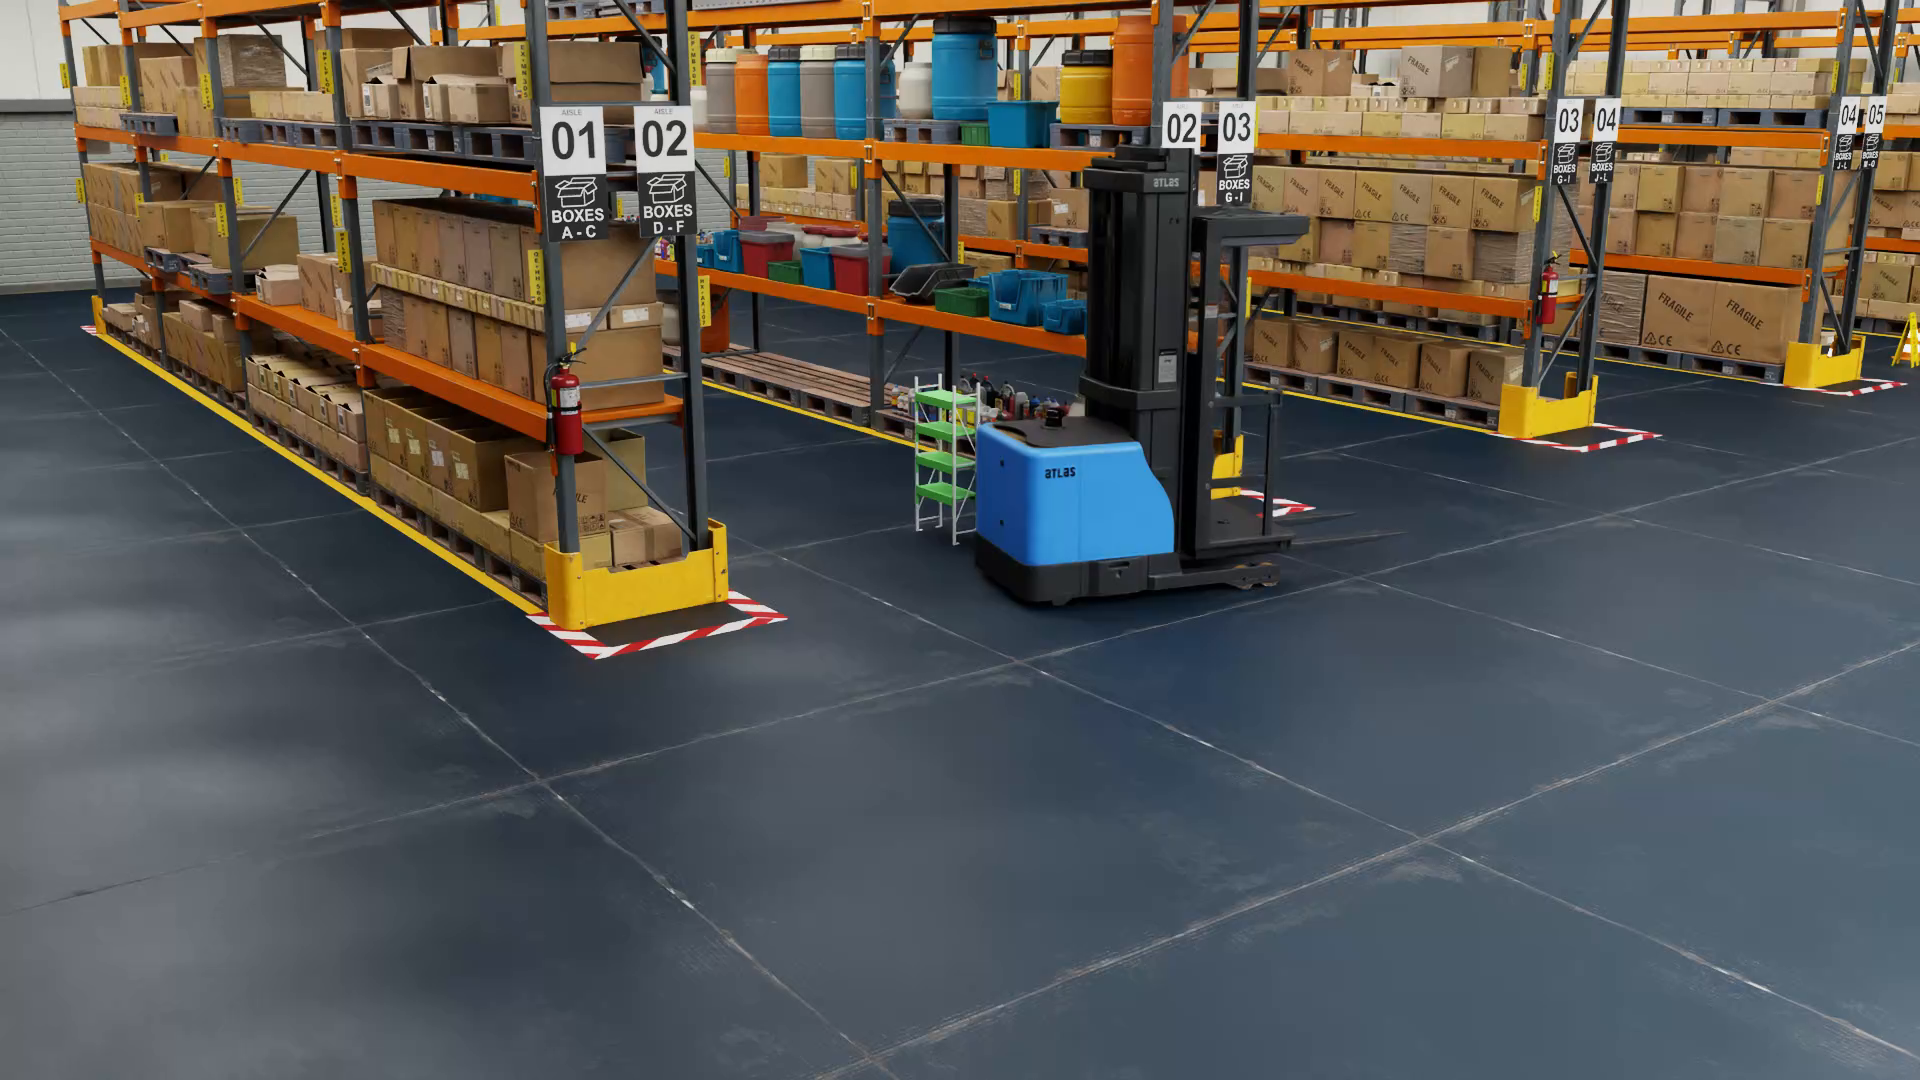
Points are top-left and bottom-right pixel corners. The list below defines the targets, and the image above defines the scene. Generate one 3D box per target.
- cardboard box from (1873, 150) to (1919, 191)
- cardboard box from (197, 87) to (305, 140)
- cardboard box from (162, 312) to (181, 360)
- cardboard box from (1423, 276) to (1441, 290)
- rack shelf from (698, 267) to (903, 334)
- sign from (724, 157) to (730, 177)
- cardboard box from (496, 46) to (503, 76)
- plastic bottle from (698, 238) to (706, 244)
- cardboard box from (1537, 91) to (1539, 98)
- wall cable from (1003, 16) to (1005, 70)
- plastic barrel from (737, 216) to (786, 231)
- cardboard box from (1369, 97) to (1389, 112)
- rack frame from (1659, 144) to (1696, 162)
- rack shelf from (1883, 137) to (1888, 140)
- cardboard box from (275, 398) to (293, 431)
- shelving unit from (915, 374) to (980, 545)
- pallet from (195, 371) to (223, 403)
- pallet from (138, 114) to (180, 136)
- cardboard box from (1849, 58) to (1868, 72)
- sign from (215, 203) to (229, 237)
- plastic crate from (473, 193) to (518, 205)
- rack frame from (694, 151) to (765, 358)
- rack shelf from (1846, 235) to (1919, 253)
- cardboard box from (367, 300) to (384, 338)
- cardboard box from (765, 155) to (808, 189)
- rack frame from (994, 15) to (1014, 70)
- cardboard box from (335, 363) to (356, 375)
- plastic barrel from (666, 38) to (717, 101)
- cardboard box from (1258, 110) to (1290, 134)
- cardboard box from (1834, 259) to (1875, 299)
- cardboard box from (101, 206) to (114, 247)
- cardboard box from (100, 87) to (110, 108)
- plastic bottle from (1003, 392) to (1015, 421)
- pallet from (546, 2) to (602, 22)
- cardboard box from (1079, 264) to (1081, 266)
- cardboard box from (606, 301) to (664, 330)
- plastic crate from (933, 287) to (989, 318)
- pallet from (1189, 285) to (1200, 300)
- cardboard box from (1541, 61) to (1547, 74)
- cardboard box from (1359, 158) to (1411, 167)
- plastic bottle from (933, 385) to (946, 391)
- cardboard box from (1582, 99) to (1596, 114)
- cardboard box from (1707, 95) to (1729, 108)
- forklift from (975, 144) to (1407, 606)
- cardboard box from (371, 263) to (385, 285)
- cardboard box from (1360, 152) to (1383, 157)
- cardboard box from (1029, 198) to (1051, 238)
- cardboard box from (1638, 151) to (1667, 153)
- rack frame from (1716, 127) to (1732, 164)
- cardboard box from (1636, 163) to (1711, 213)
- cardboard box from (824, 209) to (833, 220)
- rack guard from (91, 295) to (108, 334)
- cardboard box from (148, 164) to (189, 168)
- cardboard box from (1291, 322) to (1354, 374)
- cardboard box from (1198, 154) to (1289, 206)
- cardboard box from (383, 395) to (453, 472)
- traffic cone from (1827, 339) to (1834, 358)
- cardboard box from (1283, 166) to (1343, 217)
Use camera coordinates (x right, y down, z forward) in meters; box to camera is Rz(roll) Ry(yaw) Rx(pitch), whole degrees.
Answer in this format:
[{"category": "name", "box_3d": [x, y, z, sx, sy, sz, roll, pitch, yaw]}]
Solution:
[{"category": "cardboard box", "box_3d": [12.768, -5.028, 22.618, 0.700, 0.500, 0.500, -11, 19, -35]}, {"category": "cardboard box", "box_3d": [-7.100, -4.293, 16.707, 0.910, 0.500, 0.500, -11, 19, -35]}, {"category": "cardboard box", "box_3d": [-9.080, -2.429, 19.672, 0.500, 0.500, 0.500, -12, 19, -37]}, {"category": "cardboard box", "box_3d": [4.986, -2.661, 17.091, 0.380, 0.149, 0.250, -11, 19, -35]}, {"category": "rack shelf", "box_3d": [-1.631, -2.704, 18.136, 1.077, 0.370, 4.000, -11, 19, -35]}, {"category": "sign", "box_3d": [-3.957, -6.326, 28.217, 0.100, 0.325, 0.005, -11, 19, -35]}, {"category": "cardboard box", "box_3d": [-2.867, -3.164, 11.521, 0.500, 0.500, 0.500, -11, 19, -35]}, {"category": "plastic bottle", "box_3d": [-3.162, -3.600, 20.424, 0.097, 0.201, 0.097, 0, 15, 0]}, {"category": "cardboard box", "box_3d": [11.333, -8.643, 32.283, 0.380, 0.149, 0.250, -11, 19, -35]}, {"category": "wall cable", "box_3d": [0.939, -11.558, 37.758, 0.463, 3.000, 0.029, -11, 19, -35]}, {"category": "plastic barrel", "box_3d": [-2.289, -3.491, 19.393, 0.600, 0.536, 0.708, -11, 19, -35]}, {"category": "cardboard box", "box_3d": [4.469, -4.520, 17.255, 0.380, 0.149, 0.250, -10, 18, -33]}, {"category": "rack frame", "box_3d": [13.228, -6.556, 30.848, 1.000, 3.000, 0.127, -11, 19, -35]}, {"category": "rack shelf", "box_3d": [14.404, -7.229, 28.987, 1.077, 0.370, 4.000, -11, 19, -35]}, {"category": "cardboard box", "box_3d": [-6.139, -1.211, 15.733, 0.500, 0.250, 0.500, -11, 19, -36]}, {"category": "shelving unit", "box_3d": [-0.097, -0.614, 12.547, 0.258, 1.200, 0.503, -11, 19, -35]}, {"category": "pallet", "box_3d": [-7.937, -1.790, 18.718, 1.003, 0.211, 1.213, -11, 19, -35]}, {"category": "pallet", "box_3d": [-8.229, -4.549, 18.188, 1.213, 0.211, 1.003, -11, 19, -35]}, {"category": "cardboard box", "box_3d": [10.036, -5.368, 18.807, 0.380, 0.149, 0.250, -11, 19, -34]}, {"category": "sign", "box_3d": [-7.249, -3.144, 16.337, 0.100, 0.325, 0.005, -11, 19, -35]}, {"category": "plastic crate", "box_3d": [-7.163, -5.190, 25.675, 0.616, 0.435, 0.499, -11, 19, -35]}, {"category": "rack frame", "box_3d": [-2.807, -3.478, 19.601, 1.000, 3.000, 0.127, -11, 19, -35]}, {"category": "rack shelf", "box_3d": [12.743, -4.157, 23.444, 1.077, 0.370, 4.000, -11, 19, -35]}, {"category": "cardboard box", "box_3d": [-4.789, -1.882, 14.053, 0.500, 0.250, 0.500, -9, 18, -31]}, {"category": "cardboard box", "box_3d": [-2.837, -6.027, 27.215, 0.500, 0.500, 0.500, -11, 19, -36]}, {"category": "rack frame", "box_3d": [0.567, -9.597, 30.594, 1.000, 3.000, 0.127, -11, 19, -35]}, {"category": "cardboard box", "box_3d": [-5.703, -1.565, 15.962, 0.500, 0.311, 0.500, -11, 19, -35]}, {"category": "plastic barrel", "box_3d": [-3.138, -5.456, 19.538, 0.600, 0.830, 0.708, -11, 19, -35]}, {"category": "cardboard box", "box_3d": [3.609, -4.631, 18.417, 0.500, 0.250, 0.500, -12, 19, -37]}, {"category": "cardboard box", "box_3d": [12.637, -3.665, 23.277, 0.500, 0.500, 0.500, -11, 19, -36]}, {"category": "cardboard box", "box_3d": [-10.872, -4.114, 21.735, 0.500, 0.500, 0.500, -11, 19, -35]}, {"category": "cardboard box", "box_3d": [-10.257, -5.456, 20.482, 0.500, 0.250, 0.500, -11, 19, -35]}, {"category": "plastic bottle", "box_3d": [0.466, -1.271, 15.850, 0.061, 0.283, 0.133, -11, 19, -35]}, {"category": "pallet", "box_3d": [-4.647, -6.770, 21.379, 1.003, 0.211, 1.213, -11, 19, -35]}, {"category": "cardboard box", "box_3d": [2.120, -4.822, 29.118, 0.380, 0.149, 0.250, -12, 19, -36]}, {"category": "cardboard box", "box_3d": [-2.169, -1.480, 10.883, 0.380, 0.149, 0.250, -11, 19, -35]}, {"category": "plastic crate", "box_3d": [0.115, -2.188, 15.289, 0.450, 0.188, 0.662, -11, 19, -35]}, {"category": "pallet", "box_3d": [4.099, -4.077, 27.074, 1.003, 0.211, 1.213, -11, 19, -35]}, {"category": "cardboard box", "box_3d": [7.562, -5.971, 21.010, 0.380, 0.149, 0.250, -11, 19, -34]}, {"category": "cardboard box", "box_3d": [6.129, -5.211, 23.850, 0.700, 0.500, 0.500, -11, 19, -35]}, {"category": "plastic bottle", "box_3d": [-0.199, -1.344, 15.989, 0.144, 0.351, 0.185, -11, 19, -35]}, {"category": "cardboard box", "box_3d": [5.928, -4.200, 16.086, 0.380, 0.149, 0.250, -11, 19, -35]}, {"category": "cardboard box", "box_3d": [8.906, -5.099, 19.333, 0.380, 0.149, 0.250, -11, 19, -35]}, {"category": "forklift", "box_3d": [1.675, -1.200, 11.408, 3.031, 2.935, 1.130, -5, 16, -19]}, {"category": "cardboard box", "box_3d": [-4.463, -2.129, 13.256, 0.380, 0.149, 0.250, -11, 19, -35]}, {"category": "cardboard box", "box_3d": [7.504, -6.819, 29.725, 0.500, 0.500, 0.500, -11, 19, -36]}, {"category": "cardboard box", "box_3d": [1.134, -4.441, 22.930, 0.500, 0.500, 0.500, -10, 18, -33]}, {"category": "cardboard box", "box_3d": [10.855, -6.009, 26.072, 0.380, 0.149, 0.250, -10, 18, -31]}, {"category": "rack frame", "box_3d": [11.567, -4.931, 24.909, 1.000, 3.000, 0.127, -11, 19, -35]}, {"category": "cardboard box", "box_3d": [8.754, -4.302, 20.282, 0.875, 0.550, 0.500, -11, 19, -35]}, {"category": "cardboard box", "box_3d": [-1.899, -5.104, 26.017, 0.380, 0.149, 0.250, -11, 19, -35]}, {"category": "rack guard", "box_3d": [-11.475, -3.196, 23.307, 1.175, 0.500, 0.348, -11, 19, -35]}, {"category": "cardboard box", "box_3d": [-10.429, -4.679, 21.904, 0.500, 0.500, 0.500, -10, 18, -33]}, {"category": "cardboard box", "box_3d": [4.097, -2.177, 18.786, 0.500, 0.500, 0.500, -5, 16, -17]}, {"category": "cardboard box", "box_3d": [3.197, -4.076, 19.854, 1.000, 1.000, 1.000, -11, 19, -34]}, {"category": "cardboard box", "box_3d": [-4.144, -0.841, 12.958, 0.500, 0.500, 0.500, -11, 19, -35]}, {"category": "traffic cone", "box_3d": [10.811, -2.397, 20.457, 0.336, 0.463, 0.334, -11, 19, -35]}, {"category": "cardboard box", "box_3d": [3.906, -3.824, 18.220, 0.500, 0.500, 0.500, -11, 19, -35]}]
